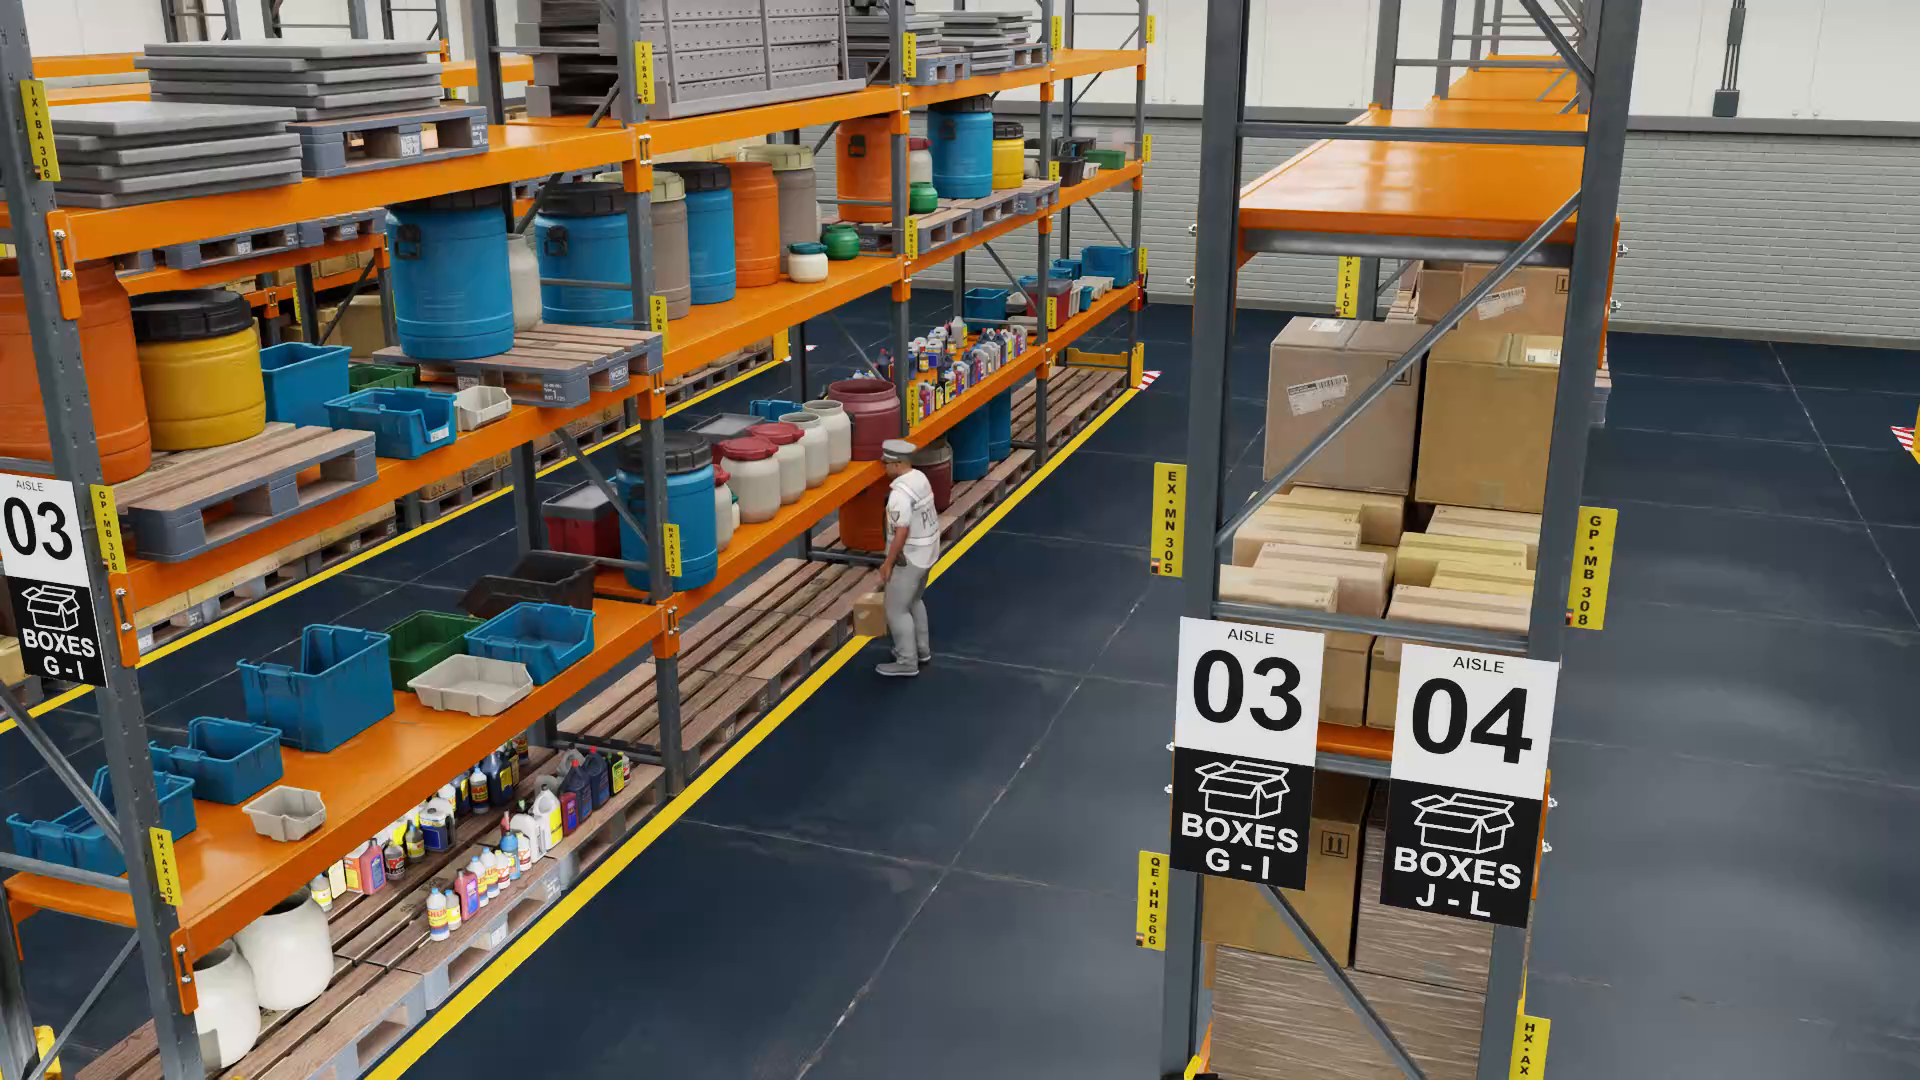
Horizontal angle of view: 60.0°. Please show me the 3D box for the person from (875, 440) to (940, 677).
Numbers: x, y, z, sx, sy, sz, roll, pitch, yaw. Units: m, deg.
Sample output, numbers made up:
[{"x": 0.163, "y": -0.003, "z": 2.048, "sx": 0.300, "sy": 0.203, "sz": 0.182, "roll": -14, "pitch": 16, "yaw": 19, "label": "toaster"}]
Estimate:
[{"x": -0.379, "y": 0.127, "z": 12.162, "sx": 0.434, "sy": 1.752, "sz": 0.566, "roll": 6, "pitch": 19, "yaw": 17, "label": "person"}]
